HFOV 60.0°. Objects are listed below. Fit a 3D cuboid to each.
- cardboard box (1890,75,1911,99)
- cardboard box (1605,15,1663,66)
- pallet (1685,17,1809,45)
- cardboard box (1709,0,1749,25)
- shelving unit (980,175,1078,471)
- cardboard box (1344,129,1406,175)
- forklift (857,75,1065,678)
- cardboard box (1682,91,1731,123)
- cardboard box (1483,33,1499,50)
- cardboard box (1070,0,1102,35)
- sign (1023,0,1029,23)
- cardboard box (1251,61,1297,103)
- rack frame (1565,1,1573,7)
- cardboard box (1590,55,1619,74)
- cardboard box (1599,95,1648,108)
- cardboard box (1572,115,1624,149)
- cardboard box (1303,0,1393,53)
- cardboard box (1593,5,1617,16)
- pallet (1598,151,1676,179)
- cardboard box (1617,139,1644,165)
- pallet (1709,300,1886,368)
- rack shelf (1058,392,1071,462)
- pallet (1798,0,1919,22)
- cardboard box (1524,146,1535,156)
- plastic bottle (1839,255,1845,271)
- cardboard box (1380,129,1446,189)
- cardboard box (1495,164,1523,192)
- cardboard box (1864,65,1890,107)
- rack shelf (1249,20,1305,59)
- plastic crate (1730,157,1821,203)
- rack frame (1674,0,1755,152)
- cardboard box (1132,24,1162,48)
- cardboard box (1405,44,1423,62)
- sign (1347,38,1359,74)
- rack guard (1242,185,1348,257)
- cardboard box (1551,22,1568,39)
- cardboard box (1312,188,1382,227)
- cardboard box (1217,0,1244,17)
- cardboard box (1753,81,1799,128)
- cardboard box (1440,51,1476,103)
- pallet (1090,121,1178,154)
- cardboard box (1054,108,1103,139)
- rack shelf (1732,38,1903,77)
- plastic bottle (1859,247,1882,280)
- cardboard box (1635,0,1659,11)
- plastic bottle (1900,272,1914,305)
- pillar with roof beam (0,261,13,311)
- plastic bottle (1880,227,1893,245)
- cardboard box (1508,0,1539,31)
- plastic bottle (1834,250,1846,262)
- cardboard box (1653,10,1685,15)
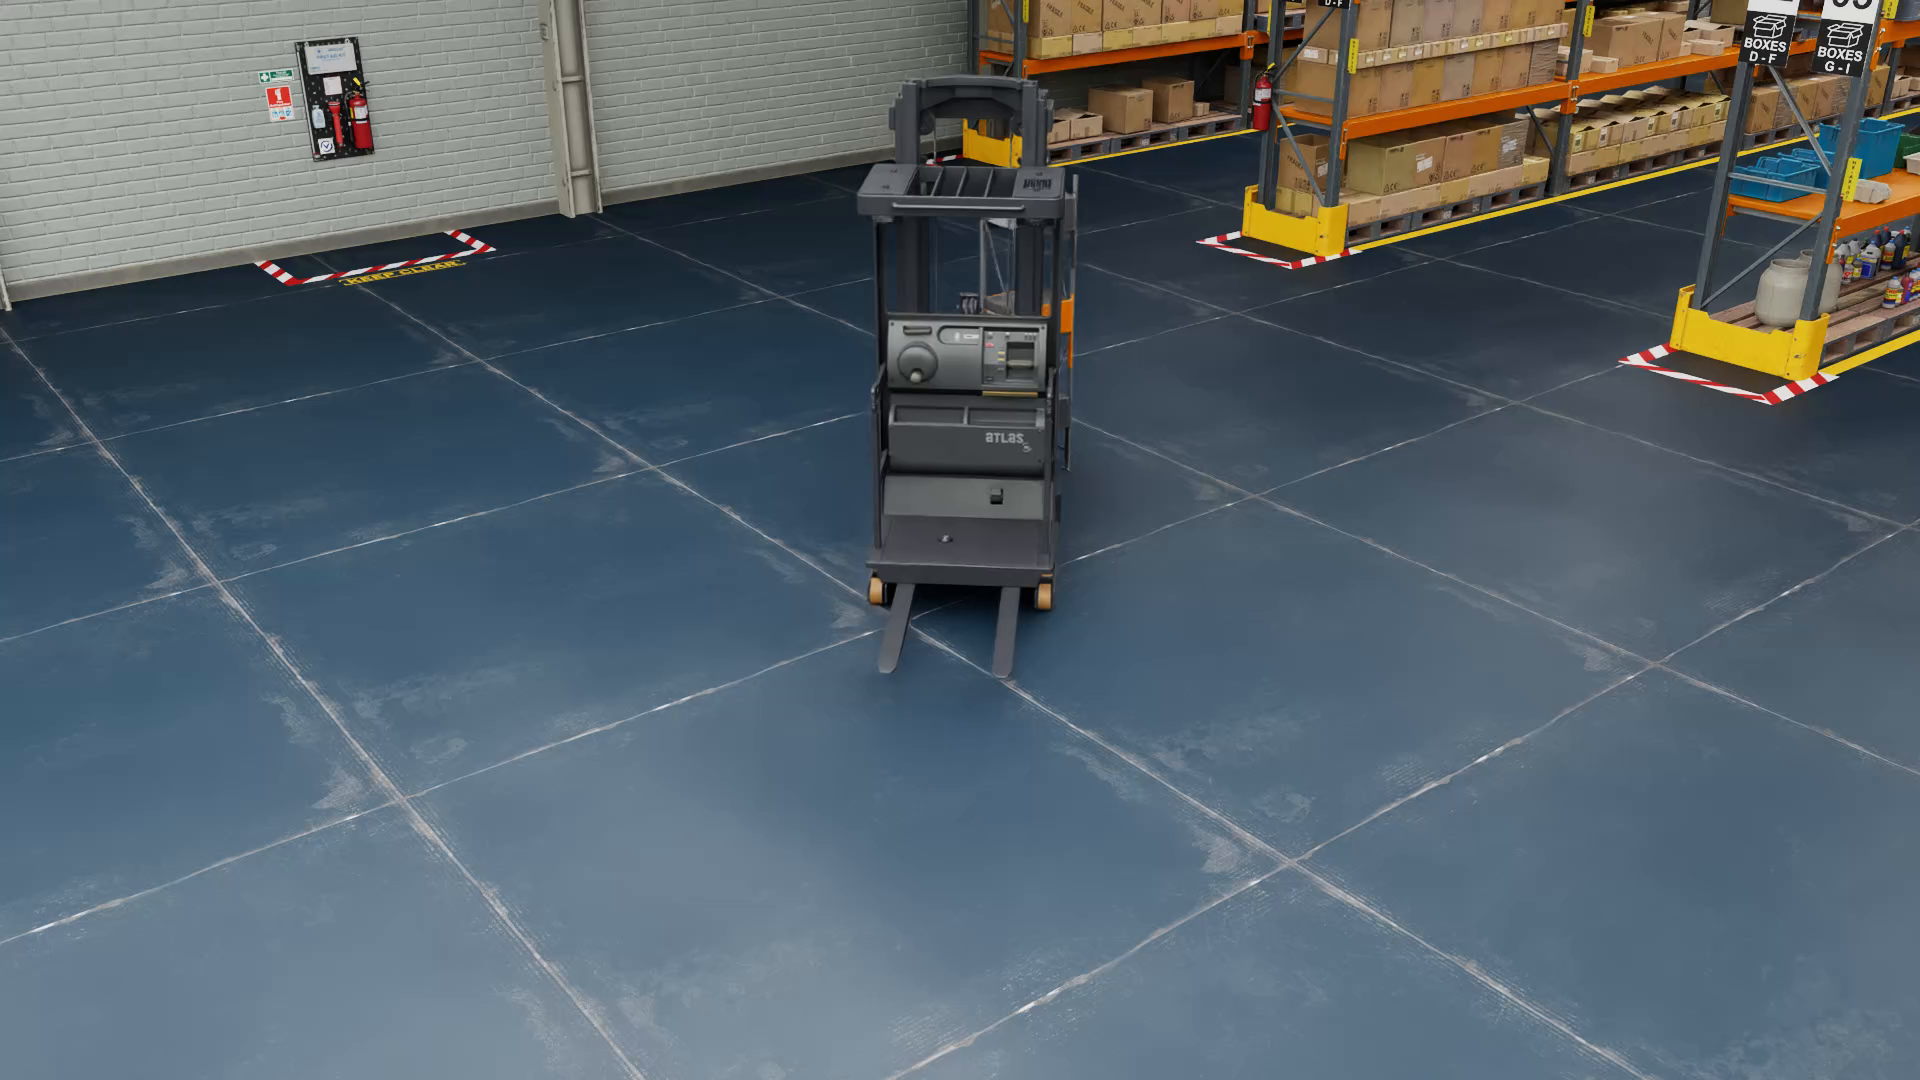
[{"bbox_3d":[13.413,-6.624,24.131,0.500,0.311,0.500,-18,31,-34],"label":"cardboard box"},{"bbox_3d":[8.077,-6.035,20.071,0.500,0.500,0.500,-18,30,-34],"label":"cardboard box"},{"bbox_3d":[10.292,-6.680,21.808,1.003,0.211,1.213,-18,31,-34],"label":"pallet"},{"bbox_3d":[10.228,-7.004,21.661,0.700,0.500,0.500,15,29,29],"label":"cardboard box"},{"bbox_3d":[0.457,-1.452,11.385,0.503,2.100,0.431,-16,29,-31],"label":"shelving unit"},{"bbox_3d":[4.522,-4.275,18.276,0.500,0.500,0.500,-18,31,-34],"label":"cardboard box"},{"bbox_3d":[0.027,-1.057,9.546,1.130,2.935,3.031,2,25,4],"label":"forklift"},{"bbox_3d":[9.541,-5.548,21.241,0.500,0.311,0.500,-17,30,-33],"label":"cardboard box"},{"bbox_3d":[5.572,-5.397,17.927,0.250,0.149,0.380,-17,30,-33],"label":"cardboard box"},{"bbox_3d":[1.403,-6.560,20.586,0.500,0.500,0.500,-18,30,-34],"label":"cardboard box"},{"bbox_3d":[0.781,-6.342,19.825,0.005,0.325,0.100,-18,31,-34],"label":"sign"},{"bbox_3d":[4.539,-6.582,23.815,0.500,0.500,0.700,-19,31,-35],"label":"cardboard box"},{"bbox_3d":[9.890,-9.247,27.111,0.127,3.000,1.000,-18,31,-34],"label":"rack frame"},{"bbox_3d":[7.477,-5.577,19.502,0.250,0.149,0.380,-18,31,-34],"label":"cardboard box"},{"bbox_3d":[8.397,-5.455,21.043,0.500,0.311,0.500,-19,31,-35],"label":"cardboard box"},{"bbox_3d":[7.530,-4.879,19.801,0.500,0.311,0.500,-19,31,-35],"label":"cardboard box"},{"bbox_3d":[3.923,-5.254,16.848,0.500,0.500,0.700,-18,30,-34],"label":"cardboard box"},{"bbox_3d":[10.925,-8.992,28.262,0.250,0.149,0.380,-19,31,-36],"label":"cardboard box"},{"bbox_3d":[8.170,-4.787,20.813,1.213,0.211,1.003,-18,31,-34],"label":"pallet"},{"bbox_3d":[7.933,-4.762,20.215,0.500,0.250,0.500,-19,31,-36],"label":"cardboard box"},{"bbox_3d":[7.233,-1.827,14.436,1.213,0.211,1.003,-18,31,-34],"label":"pallet"},{"bbox_3d":[0.457,-0.805,11.685,0.480,0.518,0.431,-16,29,-31],"label":"rack shelf"},{"bbox_3d":[7.271,-4.305,13.124,1.213,0.211,1.003,-18,31,-34],"label":"pallet"},{"bbox_3d":[6.801,-4.675,20.029,0.500,0.250,0.500,-19,31,-35],"label":"cardboard box"},{"bbox_3d":[8.016,-2.459,15.188,0.133,0.283,0.061,-18,31,-34],"label":"plastic bottle"},{"bbox_3d":[4.843,-4.103,17.904,0.500,0.500,0.500,-18,31,-34],"label":"cardboard box"},{"bbox_3d":[6.024,-4.152,18.901,0.500,0.250,0.500,-18,31,-34],"label":"cardboard box"},{"bbox_3d":[12.738,-6.449,23.530,0.500,0.500,0.500,-18,31,-34],"label":"cardboard box"},{"bbox_3d":[5.168,-7.362,23.904,4.000,0.370,1.077,-18,31,-34],"label":"rack shelf"},{"bbox_3d":[6.769,-3.009,13.847,0.616,0.251,0.499,-18,31,-34],"label":"plastic crate"},{"bbox_3d":[9.802,-6.568,21.338,0.127,3.000,1.000,-18,31,-34],"label":"rack frame"},{"bbox_3d":[2.230,-6.493,21.331,0.500,0.250,0.500,-18,30,-34],"label":"cardboard box"},{"bbox_3d":[4.551,-5.058,17.197,0.250,0.149,0.380,-19,31,-35],"label":"cardboard box"},{"bbox_3d":[3.844,-4.733,16.262,0.005,0.325,0.100,-18,31,-34],"label":"sign"},{"bbox_3d":[3.487,-3.349,17.373,0.348,0.500,1.175,-18,31,-34],"label":"rack guard"},{"bbox_3d":[6.572,-5.726,18.636,0.250,0.149,0.380,-18,31,-34],"label":"cardboard box"},{"bbox_3d":[4.065,-3.498,17.492,0.500,0.250,0.500,-18,31,-34],"label":"cardboard box"},{"bbox_3d":[3.413,-7.224,22.017,0.500,0.500,0.500,-18,31,-34],"label":"cardboard box"},{"bbox_3d":[10.745,-5.795,22.119,0.500,0.500,0.500,-20,31,-36],"label":"cardboard box"},{"bbox_3d":[5.098,-5.055,17.960,0.500,0.500,0.700,-17,30,-33],"label":"cardboard box"},{"bbox_3d":[2.127,-5.399,22.132,1.213,0.211,1.003,-18,31,-34],"label":"pallet"},{"bbox_3d":[1.495,-5.407,21.510,0.500,0.311,0.500,-15,29,-30],"label":"cardboard box"},{"bbox_3d":[11.375,-6.761,22.609,4.000,0.370,1.077,-18,31,-34],"label":"rack shelf"},{"bbox_3d":[8.444,-2.576,15.451,0.135,0.276,0.152,-18,31,-34],"label":"plastic bottle"},{"bbox_3d":[11.928,-9.324,28.976,0.250,0.149,0.380,-18,30,-34],"label":"cardboard box"},{"bbox_3d":[8.368,-2.235,14.708,0.133,0.283,0.061,-18,30,-33],"label":"plastic bottle"},{"bbox_3d":[-6.323,-4.776,10.351,0.400,9.000,9.100,-18,31,-34],"label":"pillar with roof beam"},{"bbox_3d":[8.816,-2.812,15.871,0.185,0.351,0.144,-17,30,-33],"label":"plastic bottle"},{"bbox_3d":[5.912,-5.913,18.268,0.500,0.500,0.700,-18,31,-34],"label":"cardboard box"},{"bbox_3d":[8.059,-2.526,15.343,0.135,0.276,0.152,-19,31,-35],"label":"plastic bottle"},{"bbox_3d":[12.154,-8.997,29.044,0.500,0.500,0.700,-18,31,-34],"label":"cardboard box"}]
